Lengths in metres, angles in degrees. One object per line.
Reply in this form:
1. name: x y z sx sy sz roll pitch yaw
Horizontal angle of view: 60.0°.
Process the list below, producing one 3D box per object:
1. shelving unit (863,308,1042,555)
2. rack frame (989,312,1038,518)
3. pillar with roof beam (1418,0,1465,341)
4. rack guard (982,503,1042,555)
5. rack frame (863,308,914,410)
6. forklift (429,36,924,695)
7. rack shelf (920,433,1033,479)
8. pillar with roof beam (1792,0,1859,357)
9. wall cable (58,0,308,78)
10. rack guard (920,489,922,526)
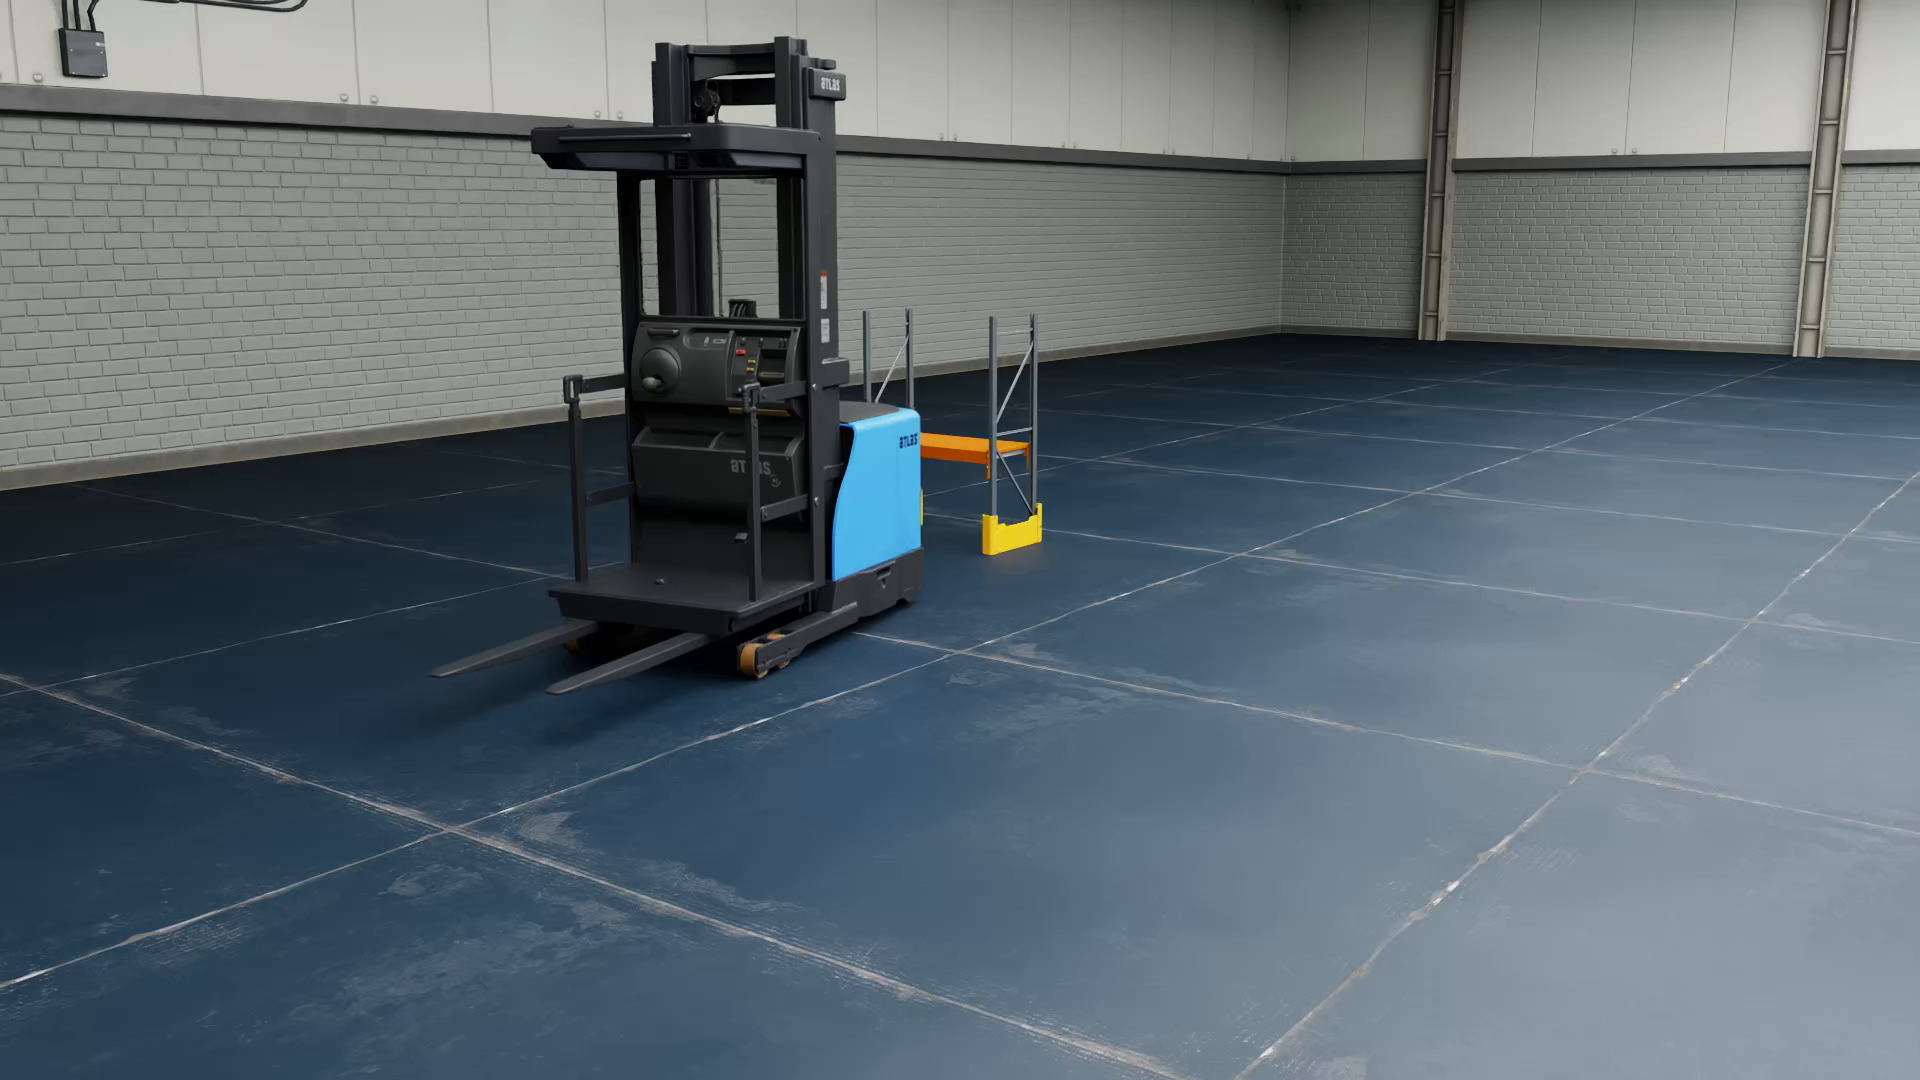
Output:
1. shelving unit: -0.061 -0.745 10.932 1.083 1.500 0.587 8 13 36
2. rack frame: 0.341 -0.689 10.641 0.032 1.500 0.500 8 13 36
3. pillar with roof beam: 5.743 -7.277 24.953 0.400 9.000 9.100 8 13 36
4. rack guard: 0.340 -0.075 10.761 0.087 0.250 0.587 8 13 36
5. rack frame: -0.478 -0.803 11.232 0.032 1.500 0.500 8 13 36
6. forklift: -1.282 -0.891 7.921 1.130 2.935 3.031 5 12 24
7. rack shelf: -0.069 -0.569 10.971 1.000 0.185 0.538 8 13 36
8. pillar with roof beam: 10.579 -6.603 21.467 0.400 9.000 9.100 8 13 36
9. wall cable: -6.314 -6.769 13.372 0.169 6.003 2.305 8 13 36
10. rack guard: -0.463 -0.187 11.340 0.087 0.250 0.587 8 13 36
